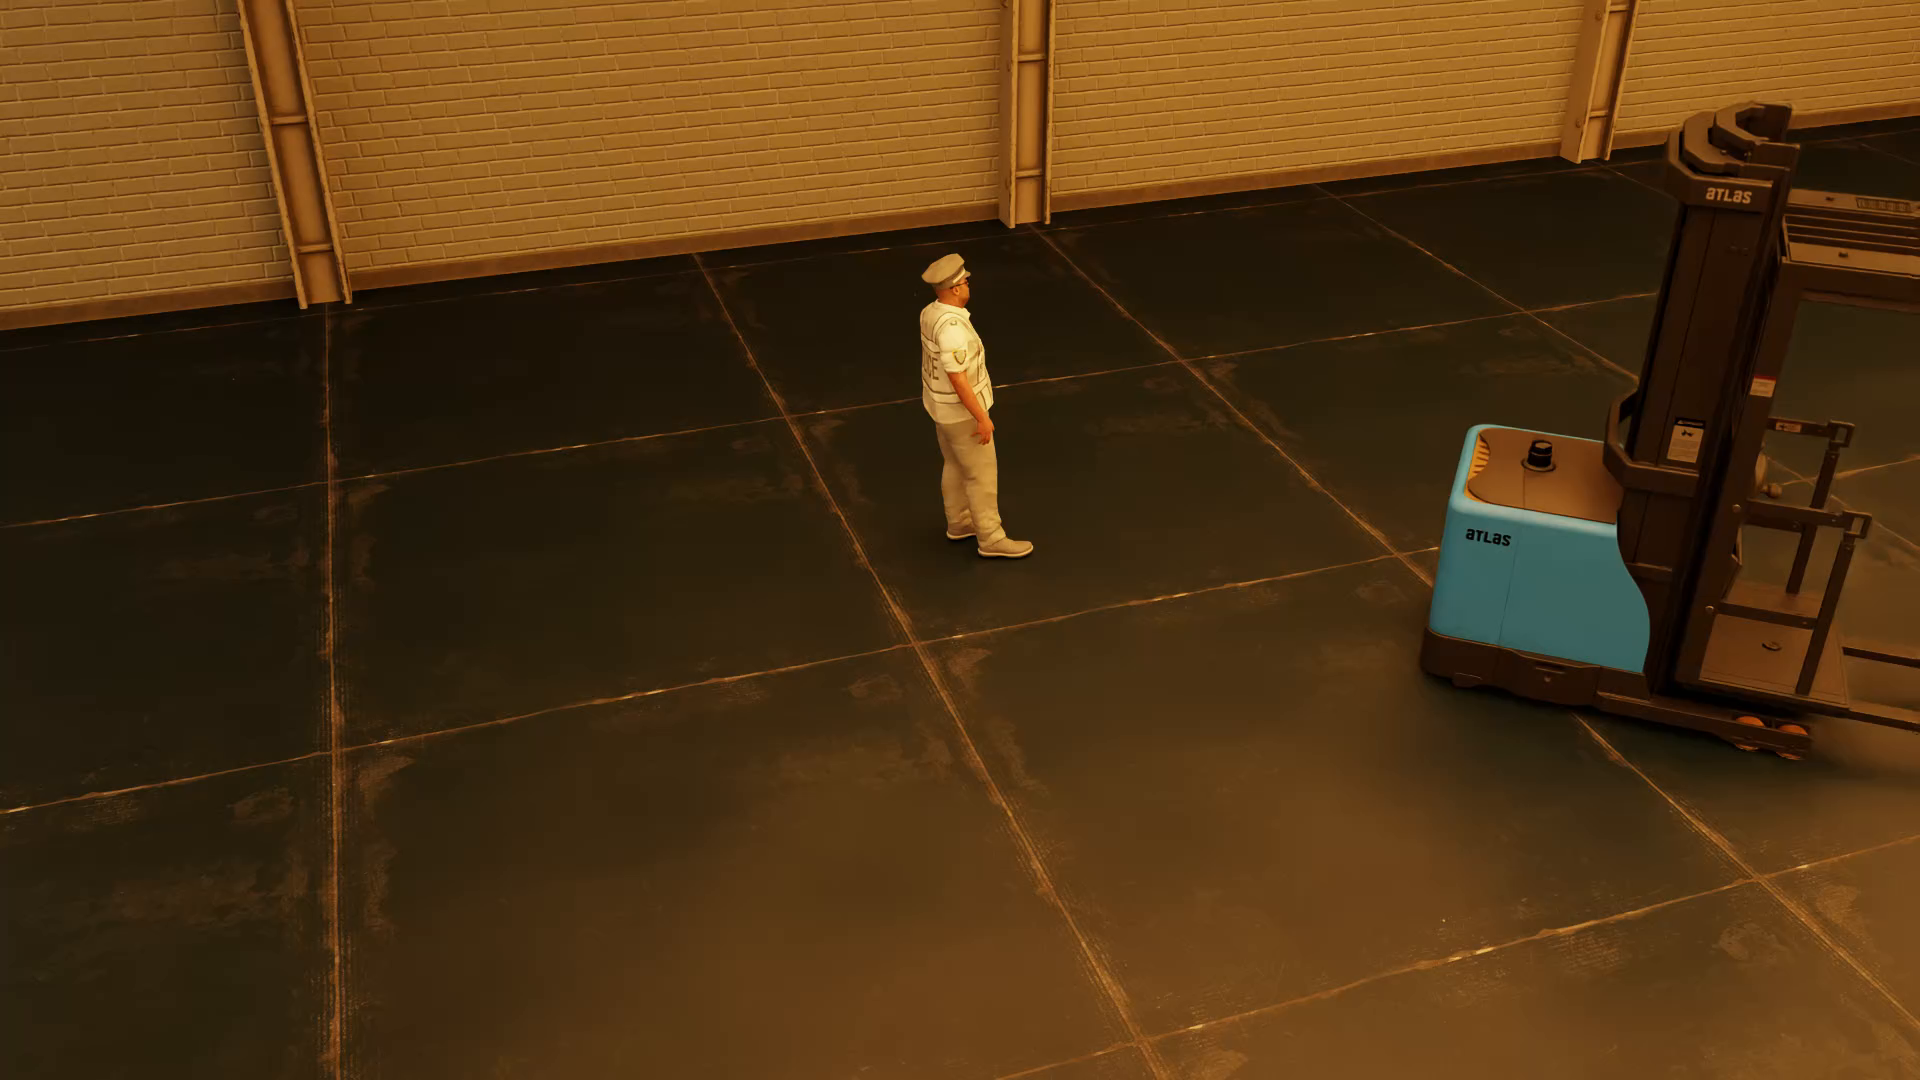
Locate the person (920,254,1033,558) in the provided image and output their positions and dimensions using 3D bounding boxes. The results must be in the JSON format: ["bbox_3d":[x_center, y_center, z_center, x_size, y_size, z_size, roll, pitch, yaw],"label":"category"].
[{"bbox_3d":[0.078,-0.786,9.590,0.574,1.780,0.641,-10,31,-16],"label":"person"}]

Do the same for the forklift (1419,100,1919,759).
[{"bbox_3d":[3.989,-0.497,7.950,3.031,2.935,1.130,11,32,18],"label":"forklift"}]
